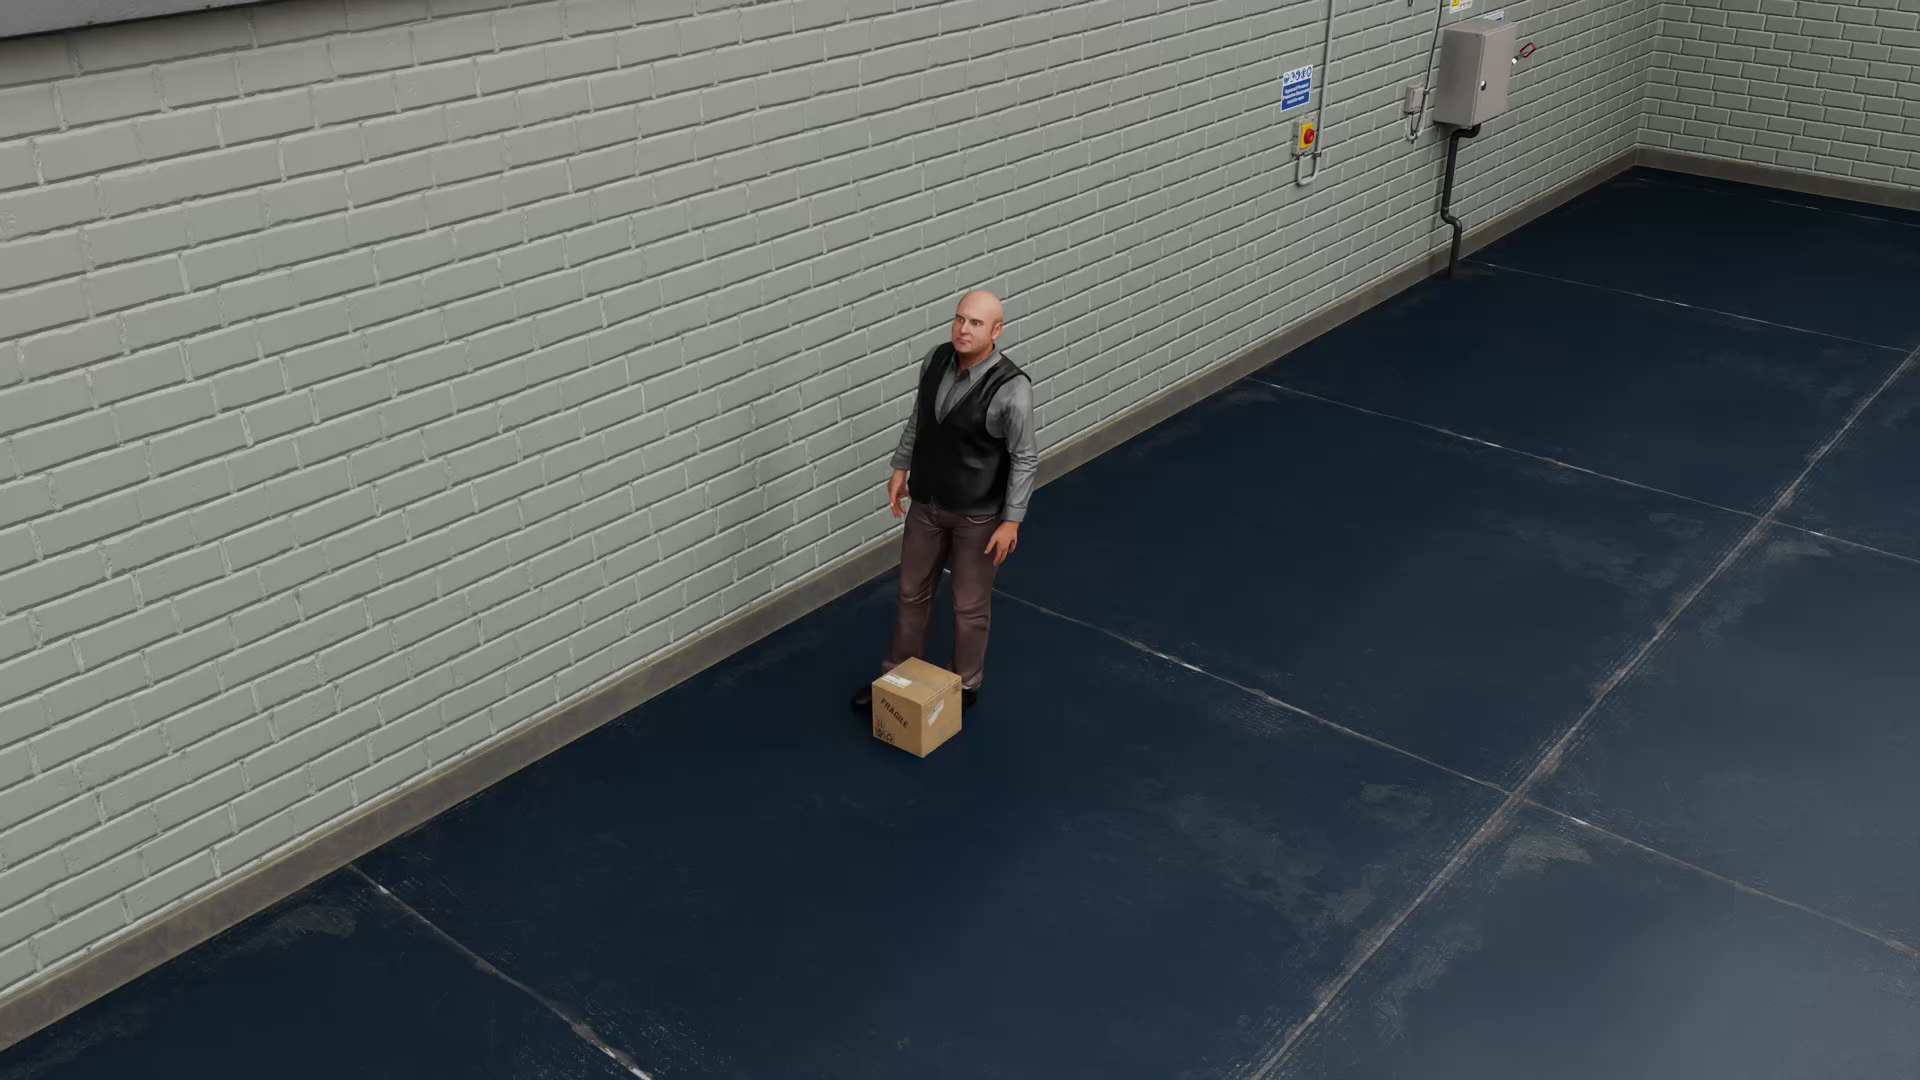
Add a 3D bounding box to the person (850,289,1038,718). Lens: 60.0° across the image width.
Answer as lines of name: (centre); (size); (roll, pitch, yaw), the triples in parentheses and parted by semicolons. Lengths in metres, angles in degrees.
person: (-0.047, -0.101, 6.324); (0.632, 1.720, 0.568); (21, 34, 35)
